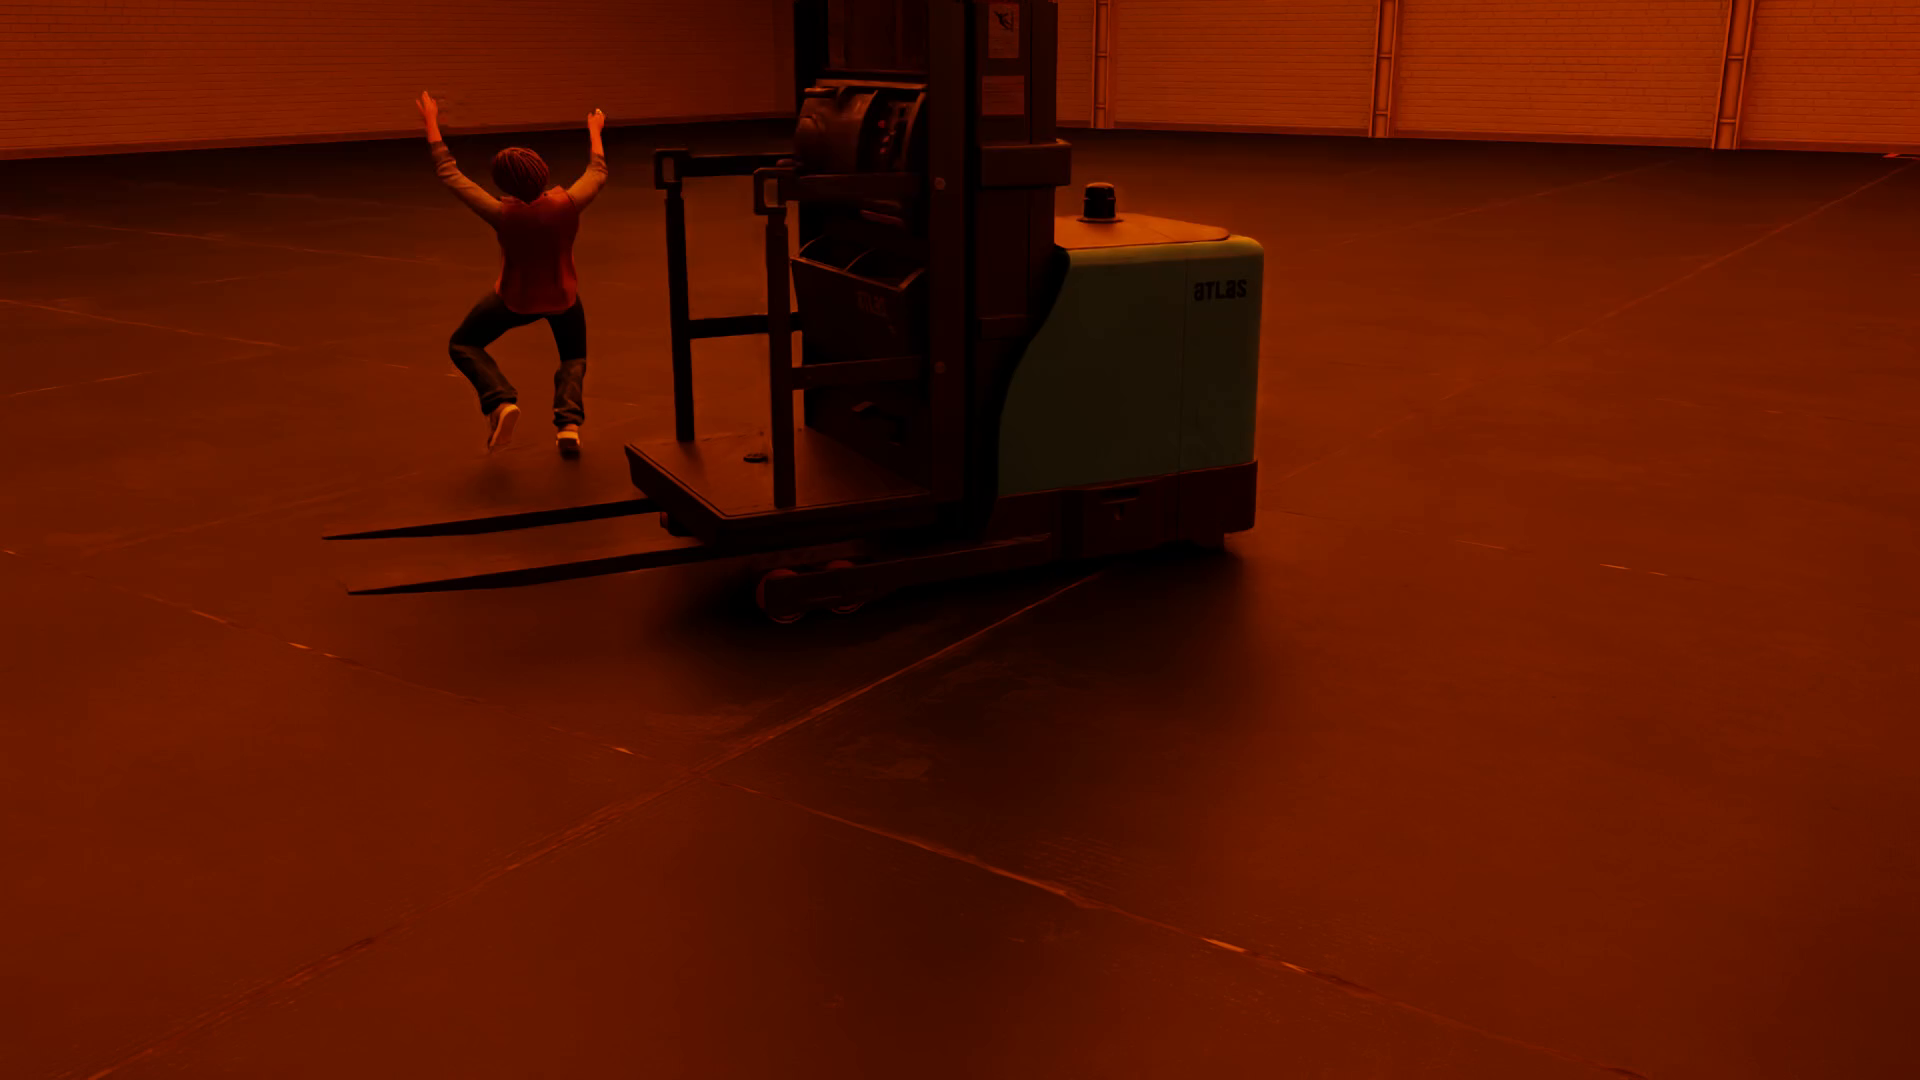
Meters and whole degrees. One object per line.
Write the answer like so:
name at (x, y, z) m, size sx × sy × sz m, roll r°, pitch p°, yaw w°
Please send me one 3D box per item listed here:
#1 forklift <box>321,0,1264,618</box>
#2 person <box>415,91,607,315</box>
forklift at (-0.512, -1.320, 5.248) m, size 3.031 × 2.935 × 1.130 m, roll -8°, pitch 18°, yaw -25°
person at (-1.769, -1.385, 6.901) m, size 0.813 × 0.923 × 0.582 m, roll -9°, pitch 19°, yaw -27°
